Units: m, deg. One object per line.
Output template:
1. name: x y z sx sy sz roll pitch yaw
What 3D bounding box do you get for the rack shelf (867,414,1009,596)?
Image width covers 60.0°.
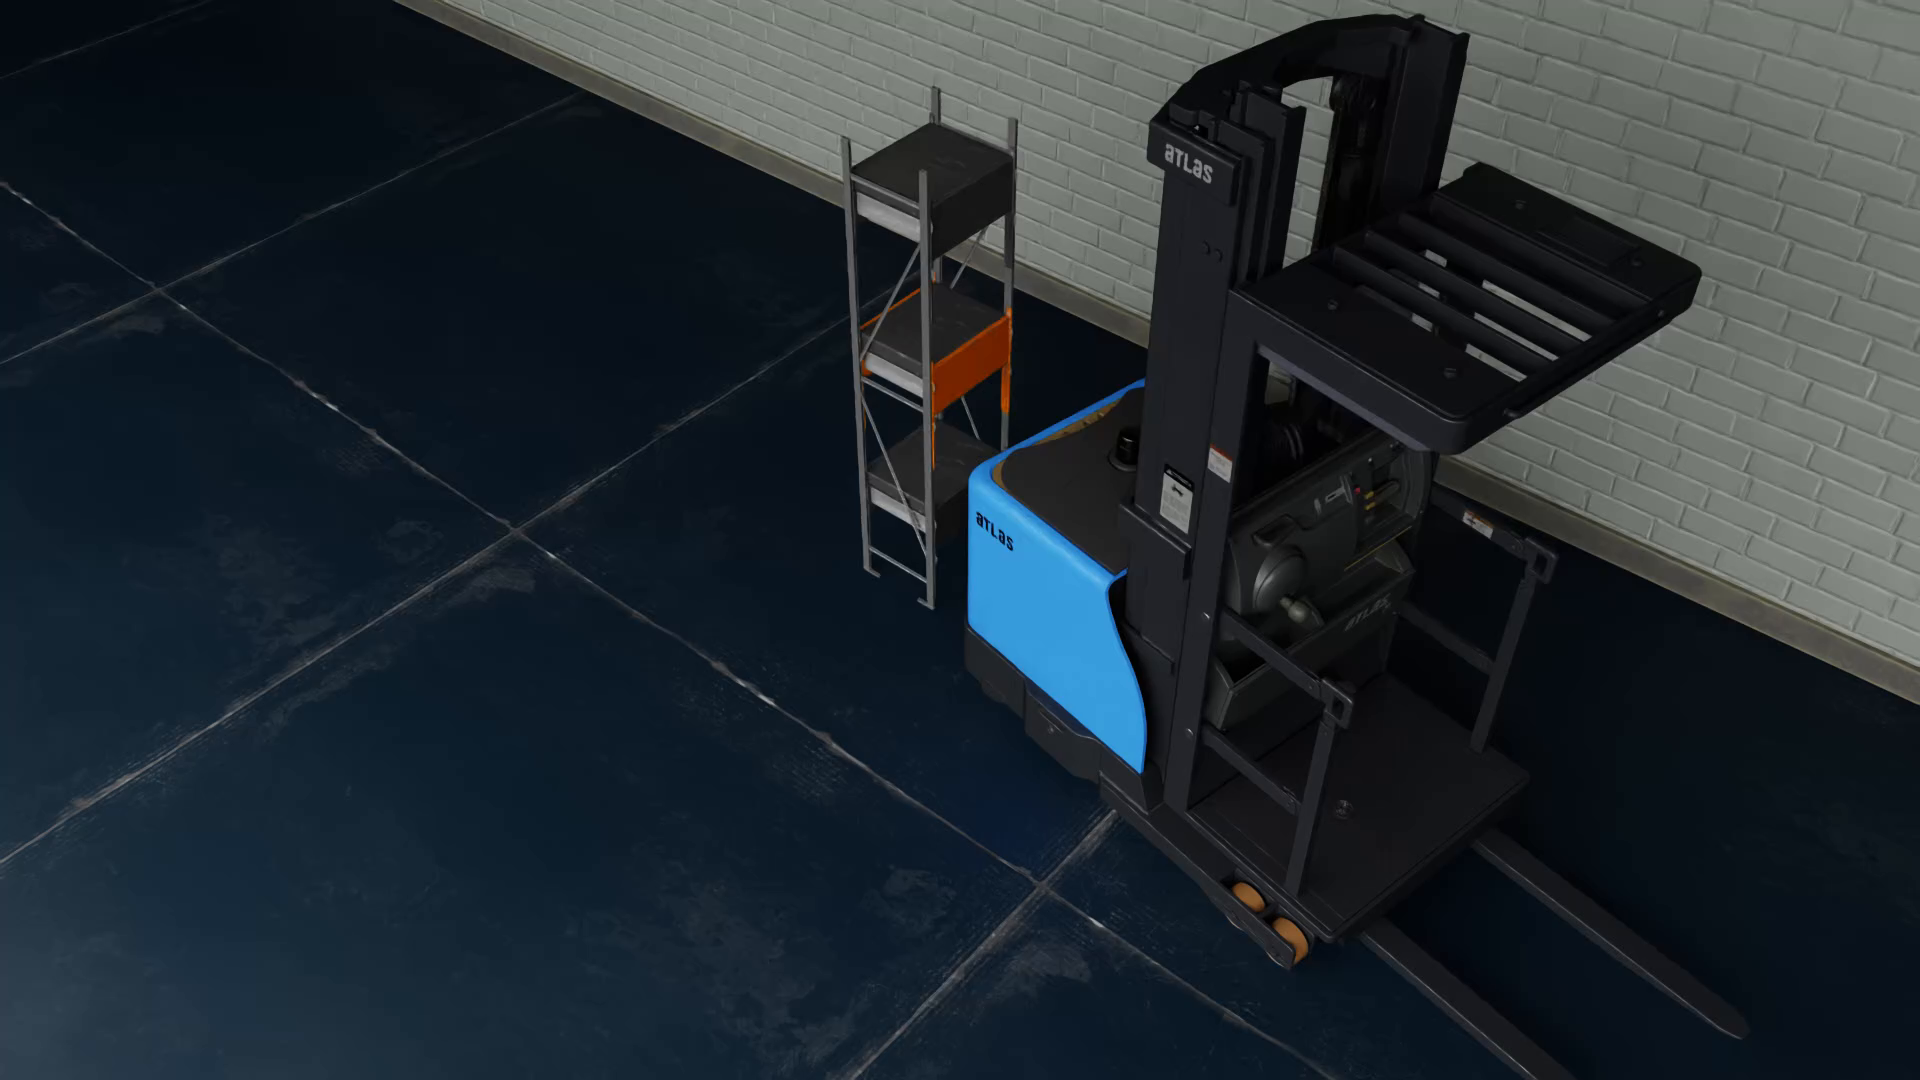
1. rack shelf: -0.107 -0.164 7.112 0.431 0.518 0.480 29 50 28

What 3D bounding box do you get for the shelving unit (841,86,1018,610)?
1. shelving unit: -0.107 -0.692 6.632 0.431 2.100 0.503 29 50 28

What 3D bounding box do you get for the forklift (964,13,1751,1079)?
1. forklift: 1.337 0.014 5.239 1.130 2.935 3.031 -29 50 -28

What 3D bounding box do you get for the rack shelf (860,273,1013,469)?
1. rack shelf: -0.107 -0.682 6.641 0.431 0.518 0.480 29 50 28

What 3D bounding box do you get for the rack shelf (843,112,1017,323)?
1. rack shelf: -0.107 -1.199 6.170 0.431 0.518 0.480 29 50 28

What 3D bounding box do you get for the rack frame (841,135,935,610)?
1. rack frame: -0.264 -0.566 6.494 0.400 2.100 0.015 29 50 28

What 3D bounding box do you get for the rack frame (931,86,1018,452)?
1. rack frame: 0.050 -0.817 6.770 0.400 2.100 0.015 29 50 28
